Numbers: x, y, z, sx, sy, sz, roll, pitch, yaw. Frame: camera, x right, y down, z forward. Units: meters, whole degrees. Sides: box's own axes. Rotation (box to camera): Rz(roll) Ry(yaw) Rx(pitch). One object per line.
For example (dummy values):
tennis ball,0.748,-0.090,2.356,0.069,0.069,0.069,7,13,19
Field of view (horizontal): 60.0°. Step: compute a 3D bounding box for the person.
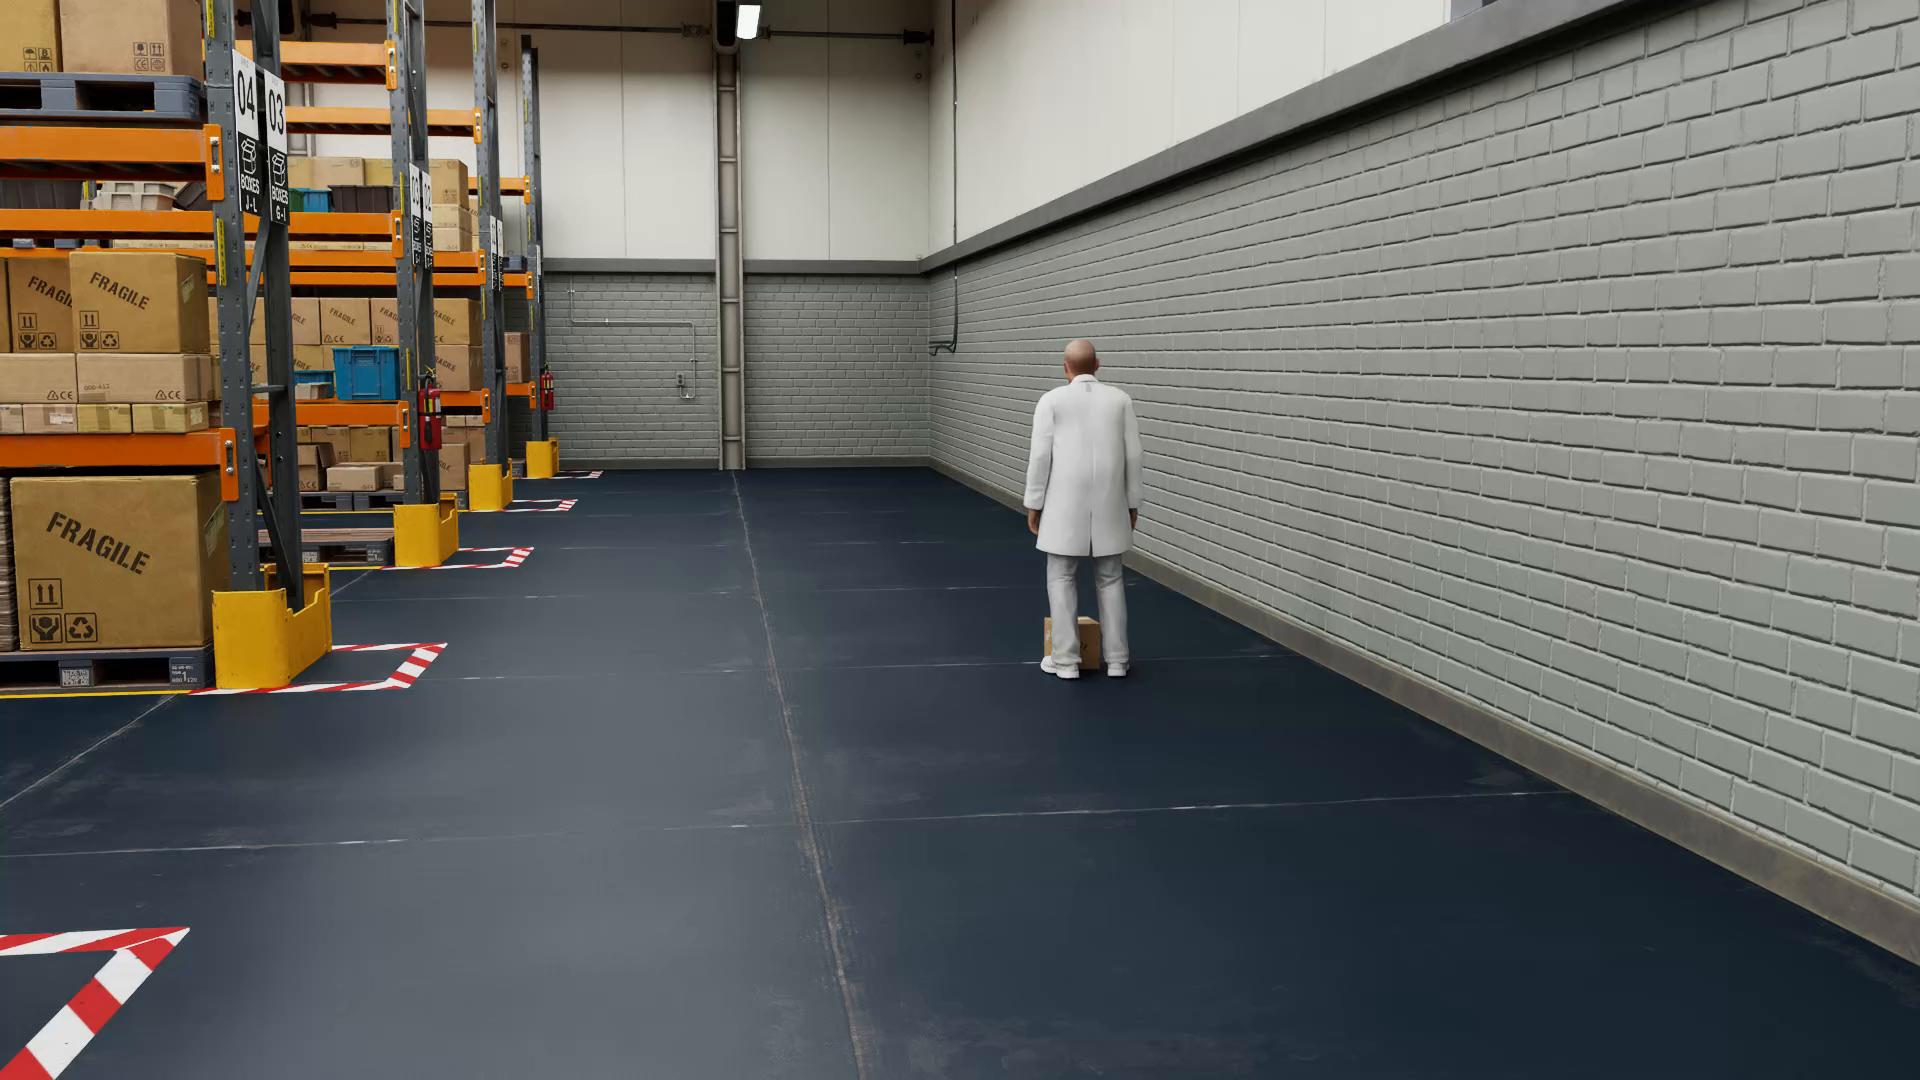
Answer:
person,0.656,-0.167,8.772,0.642,1.774,0.421,-1,6,-9
